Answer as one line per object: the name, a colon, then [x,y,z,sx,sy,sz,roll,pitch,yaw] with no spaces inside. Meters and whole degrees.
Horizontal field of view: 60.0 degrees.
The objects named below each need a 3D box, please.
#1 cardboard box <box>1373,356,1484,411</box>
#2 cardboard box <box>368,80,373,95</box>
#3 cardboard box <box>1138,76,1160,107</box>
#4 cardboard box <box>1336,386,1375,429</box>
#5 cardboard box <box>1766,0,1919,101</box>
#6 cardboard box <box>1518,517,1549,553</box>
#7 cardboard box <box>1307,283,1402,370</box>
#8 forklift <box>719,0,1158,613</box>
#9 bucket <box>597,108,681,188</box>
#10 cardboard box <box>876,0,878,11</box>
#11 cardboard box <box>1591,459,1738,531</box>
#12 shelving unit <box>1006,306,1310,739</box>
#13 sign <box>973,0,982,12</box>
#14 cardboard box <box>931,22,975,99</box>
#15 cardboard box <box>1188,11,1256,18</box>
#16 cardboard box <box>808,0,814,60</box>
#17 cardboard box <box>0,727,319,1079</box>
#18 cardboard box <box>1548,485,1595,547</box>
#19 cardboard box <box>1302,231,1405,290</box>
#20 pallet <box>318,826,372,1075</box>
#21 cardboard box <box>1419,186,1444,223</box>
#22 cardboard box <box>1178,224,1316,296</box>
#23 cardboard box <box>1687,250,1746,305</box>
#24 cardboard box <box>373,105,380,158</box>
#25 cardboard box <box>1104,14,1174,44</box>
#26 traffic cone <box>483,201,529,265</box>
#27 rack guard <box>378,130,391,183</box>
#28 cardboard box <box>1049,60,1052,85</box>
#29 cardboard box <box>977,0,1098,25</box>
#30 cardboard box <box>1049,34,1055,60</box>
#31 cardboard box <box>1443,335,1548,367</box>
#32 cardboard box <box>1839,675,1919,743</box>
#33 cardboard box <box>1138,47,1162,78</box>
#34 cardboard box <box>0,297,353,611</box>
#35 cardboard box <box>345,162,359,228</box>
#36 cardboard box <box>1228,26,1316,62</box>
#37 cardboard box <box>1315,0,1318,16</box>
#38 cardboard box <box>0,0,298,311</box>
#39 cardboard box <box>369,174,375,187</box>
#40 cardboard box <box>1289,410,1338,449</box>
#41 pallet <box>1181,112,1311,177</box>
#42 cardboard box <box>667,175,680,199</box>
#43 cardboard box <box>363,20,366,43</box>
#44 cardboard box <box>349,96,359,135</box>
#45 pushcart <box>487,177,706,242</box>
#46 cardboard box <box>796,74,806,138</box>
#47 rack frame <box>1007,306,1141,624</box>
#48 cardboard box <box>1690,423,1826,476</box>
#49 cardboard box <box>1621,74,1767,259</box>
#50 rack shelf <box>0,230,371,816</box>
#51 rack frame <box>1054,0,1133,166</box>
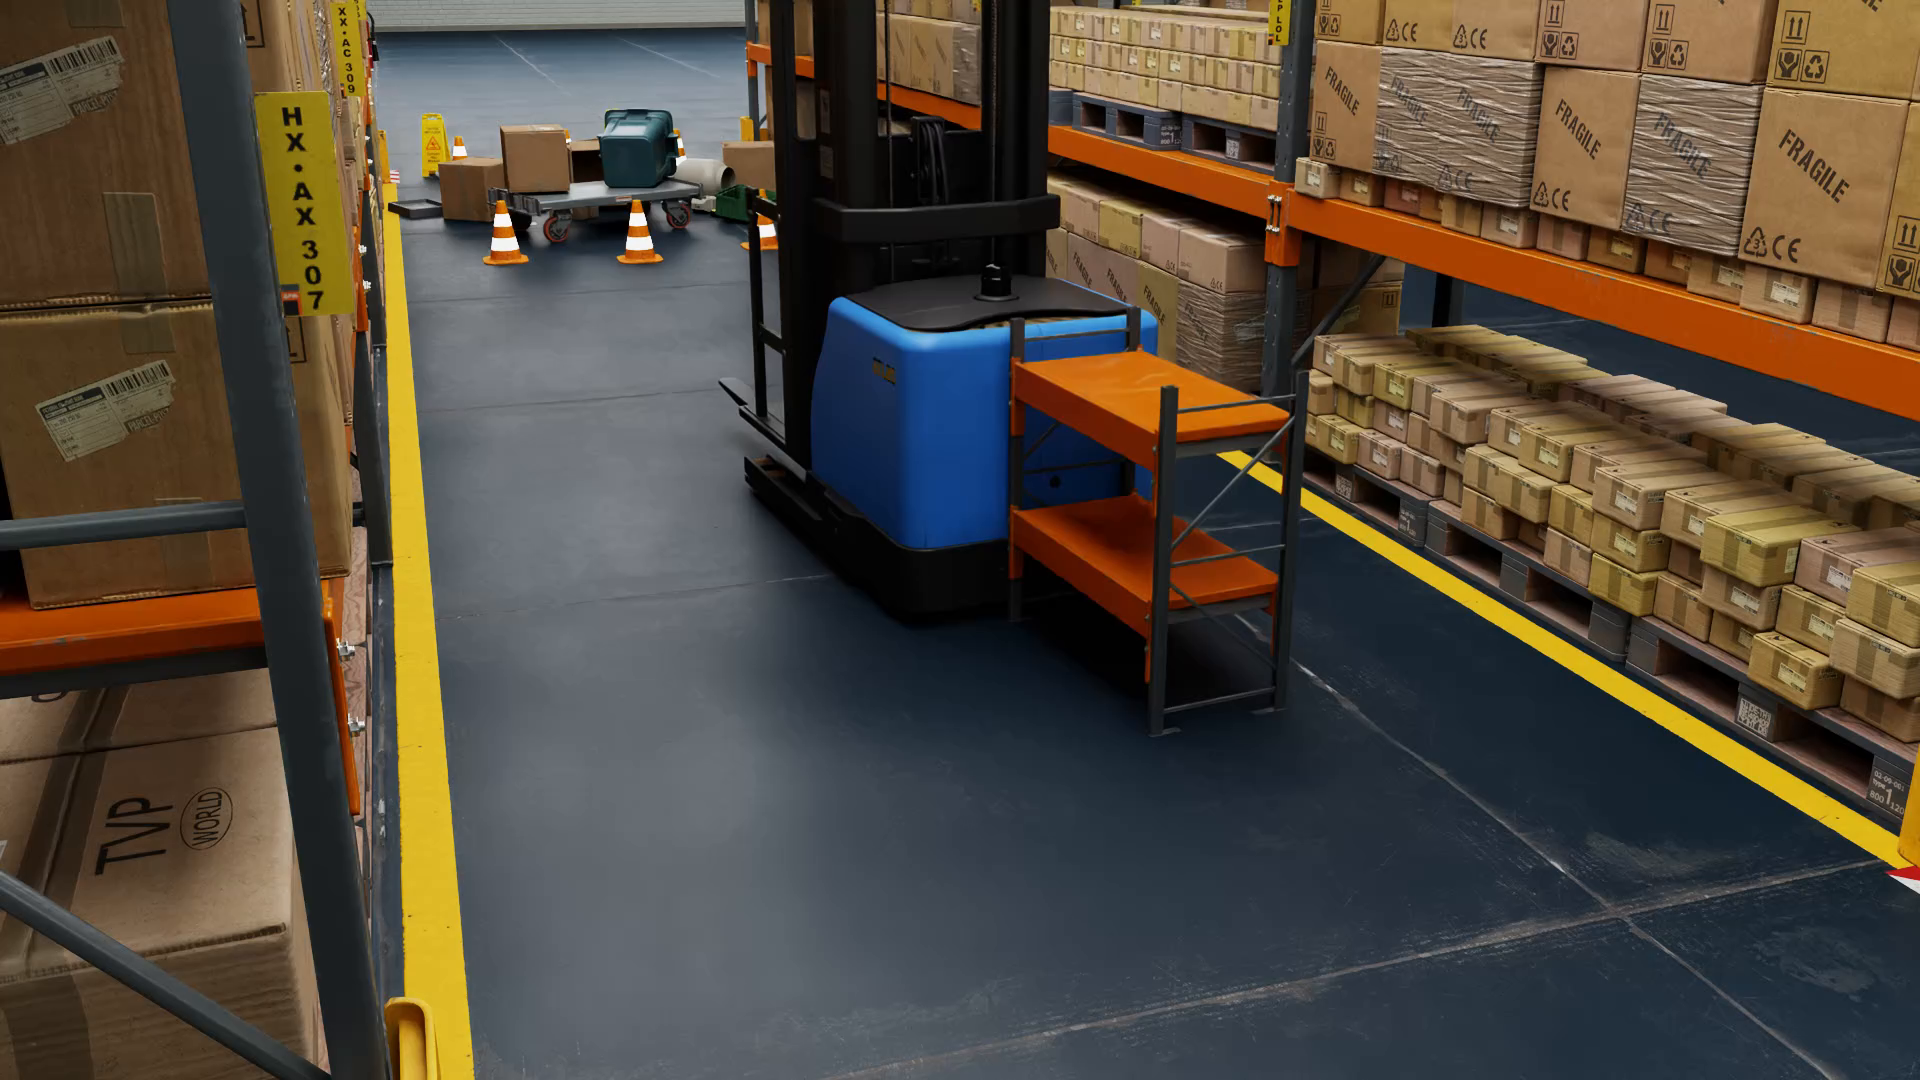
cardboard box: [1.984,-0.666,7.049,0.380,0.149,0.250,-7,21,-18]
cardboard box: [-5.769,-4.266,15.734,0.380,0.149,0.250,-6,21,-16]
cardboard box: [1.191,-2.437,9.013,0.380,0.149,0.250,-5,20,-15]
cardboard box: [1.891,-0.607,7.325,0.380,0.149,0.250,-6,21,-17]
cardboard box: [2.634,-1.490,4.560,0.500,0.500,0.500,-7,21,-19]
cardboard box: [2.327,-0.050,6.214,0.380,0.149,0.250,-6,21,-16]
cardboard box: [1.935,-1.120,8.673,0.500,0.500,0.500,-6,20,-15]
forklift: [-0.320,-1.577,6.972,1.130,2.935,3.031,-9,21,-22]
bucket: [-2.830,-3.374,14.466,0.726,0.611,0.620,1,30,2]
cardboard box: [-0.437,-4.759,14.102,0.700,0.500,0.500,-7,21,-18]
cardboard box: [2.381,-0.155,5.626,0.380,0.149,0.250,-6,21,-15]
shelving unit: [0.612,-0.105,5.545,0.538,1.125,1.048,-9,21,-22]
sign: [0.133,-3.602,10.793,0.100,0.325,0.005,-6,21,-17]
cardboard box: [0.107,-3.440,11.908,0.500,0.500,0.500,-6,21,-17]
cardboard box: [1.565,-3.039,9.811,0.380,0.149,0.250,-6,21,-17]
cardboard box: [-0.920,-4.762,15.515,0.875,0.550,0.550,-6,21,-17]
cardboard box: [-1.797,0.816,3.376,0.875,0.438,0.875,-7,21,-19]
cardboard box: [2.333,-0.100,5.914,0.380,0.149,0.250,-5,20,-14]
cardboard box: [1.934,-1.472,8.546,0.500,0.250,0.500,-7,21,-20]
pallet: [-1.820,1.073,3.617,1.003,0.211,1.213,-6,21,-17]
cardboard box: [2.059,-1.346,6.599,0.380,0.149,0.250,-7,21,-20]
cardboard box: [1.442,-1.419,8.398,0.500,0.250,0.500,-7,21,-19]
cardboard box: [2.509,-0.836,5.177,0.380,0.149,0.250,-7,21,-20]
cardboard box: [-5.536,-3.654,14.988,0.500,0.500,0.500,-5,20,-14]
cardboard box: [1.035,-2.886,9.383,0.380,0.149,0.250,-6,21,-16]
traffic cone: [-3.547,-2.399,12.910,0.336,0.463,0.334,-6,21,-17]
rack guard: [-6.499,-3.925,17.104,1.175,0.500,0.348,-6,21,-17]
cardboard box: [0.692,-2.945,10.428,0.380,0.149,0.250,-5,20,-15]
cardboard box: [0.527,-3.779,11.374,0.700,0.500,0.500,-7,21,-17]
cardboard box: [0.707,-3.073,10.344,0.380,0.149,0.250,-5,20,-15]
cardboard box: [2.393,-0.805,7.435,0.380,0.149,0.250,-6,21,-17]
cardboard box: [2.810,0.448,4.828,0.380,0.149,0.250,-6,21,-16]
cardboard box: [1.186,-2.582,8.977,0.380,0.149,0.250,-6,21,-17]
cardboard box: [-1.373,-0.223,2.951,0.500,0.500,0.500,-7,21,-18]
cardboard box: [-2.639,-1.373,6.524,0.500,0.250,0.500,-7,21,-18]
cardboard box: [1.519,-2.387,7.994,0.380,0.149,0.250,-7,21,-19]
cardboard box: [3.935,-5.397,16.917,0.875,0.500,0.500,-6,21,-17]
cardboard box: [-1.375,-0.693,2.781,0.500,0.500,0.500,-7,21,-18]
cardboard box: [-5.099,-2.635,13.081,0.950,0.372,0.625,-6,21,-17]
cardboard box: [1.725,-0.538,7.573,0.380,0.149,0.250,-7,21,-20]
pallet: [1.814,-2.003,8.341,1.003,0.211,1.213,-6,21,-17]
cardboard box: [-2.887,-3.469,16.183,0.396,0.266,0.258,-3,20,-8]
cardboard box: [-5.784,-4.846,15.382,0.500,0.500,0.500,-6,21,-17]
cardboard box: [-2.946,-1.940,7.361,0.500,0.250,0.500,-6,21,-17]
pushcart: [-3.117,-2.866,14.338,1.648,0.377,0.936,-15,25,-36]
cardboard box: [-1.301,-4.389,17.220,0.875,0.875,0.875,-7,21,-18]
rack frame: [0.406,-0.262,5.982,0.500,1.125,0.032,-9,21,-22]
cardboard box: [2.899,-0.310,6.058,0.380,0.149,0.250,-6,21,-16]
cardboard box: [2.462,-1.181,5.179,0.500,0.500,0.500,-6,21,-17]
rack shelf: [-2.123,-0.294,4.363,1.077,0.370,4.000,-6,21,-17]
rack frame: [0.659,-3.117,11.156,1.000,3.000,0.127,-6,21,-17]
